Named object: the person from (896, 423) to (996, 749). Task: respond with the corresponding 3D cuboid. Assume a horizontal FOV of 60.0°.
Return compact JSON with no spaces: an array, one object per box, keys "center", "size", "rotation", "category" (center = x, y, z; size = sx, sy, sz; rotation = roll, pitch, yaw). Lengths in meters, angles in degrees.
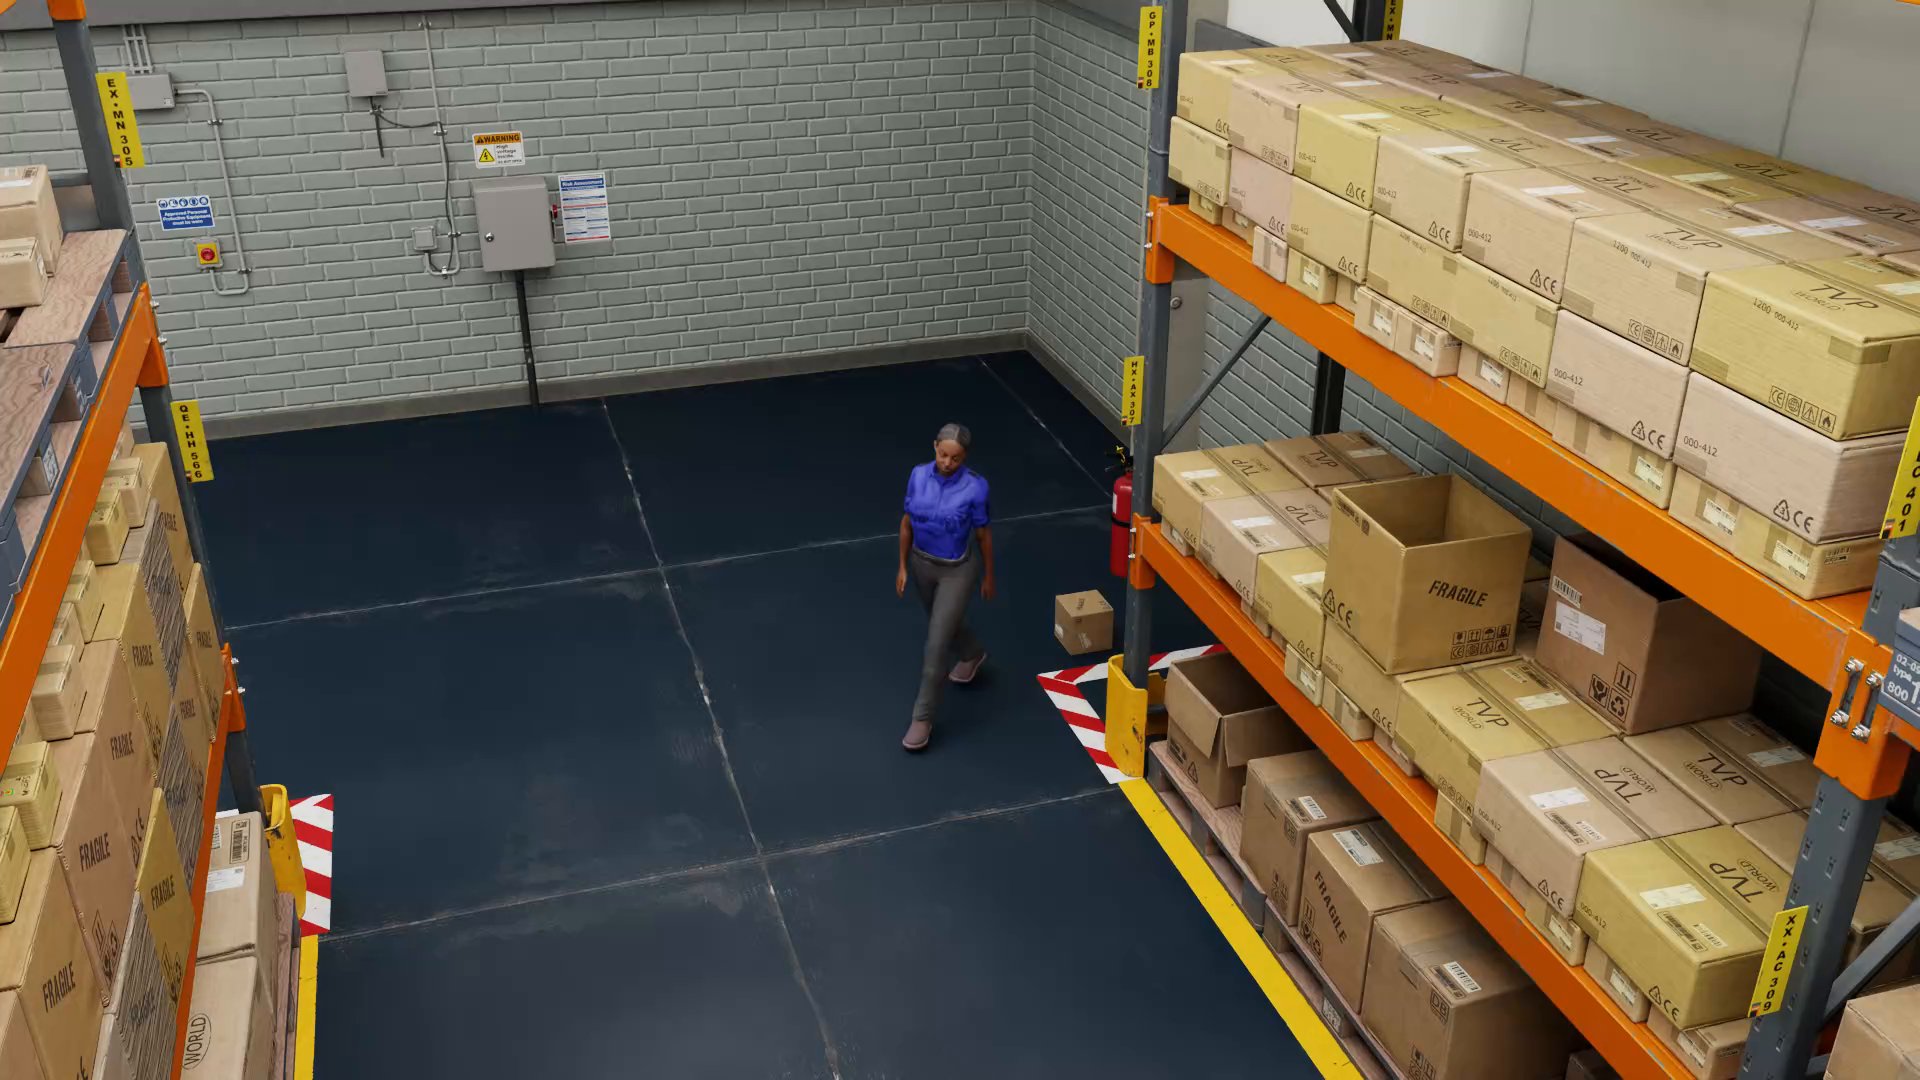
[{"center":[-0.084,0.150,8.315],"size":[0.455,1.610,0.903],"rotation":[16,30,28],"category":"person"}]
